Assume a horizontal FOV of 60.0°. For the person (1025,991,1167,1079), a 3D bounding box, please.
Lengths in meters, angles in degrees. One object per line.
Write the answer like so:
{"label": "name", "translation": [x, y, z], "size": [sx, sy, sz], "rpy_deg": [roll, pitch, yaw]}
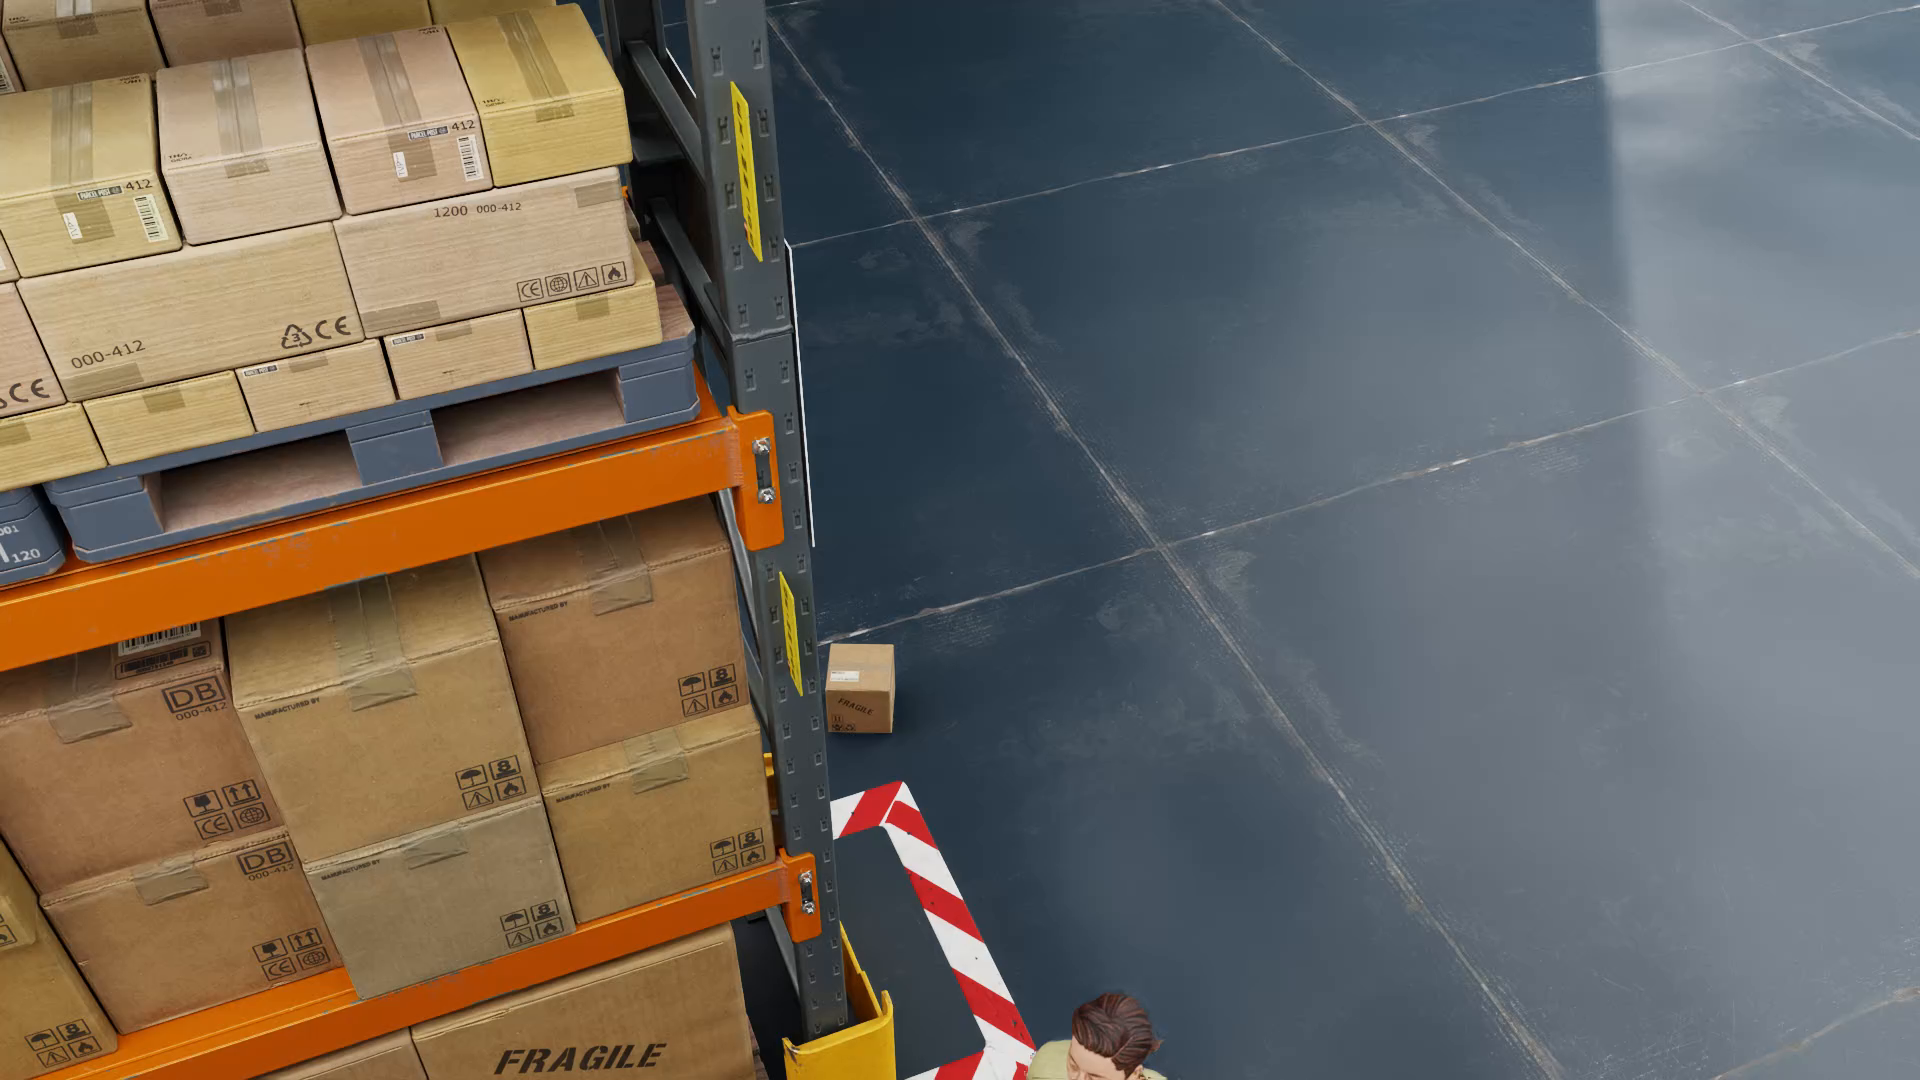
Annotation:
{"label": "person", "translation": [0.334, 1.709, 4.222], "size": [0.475, 1.658, 0.471], "rpy_deg": [20, 46, 21]}
